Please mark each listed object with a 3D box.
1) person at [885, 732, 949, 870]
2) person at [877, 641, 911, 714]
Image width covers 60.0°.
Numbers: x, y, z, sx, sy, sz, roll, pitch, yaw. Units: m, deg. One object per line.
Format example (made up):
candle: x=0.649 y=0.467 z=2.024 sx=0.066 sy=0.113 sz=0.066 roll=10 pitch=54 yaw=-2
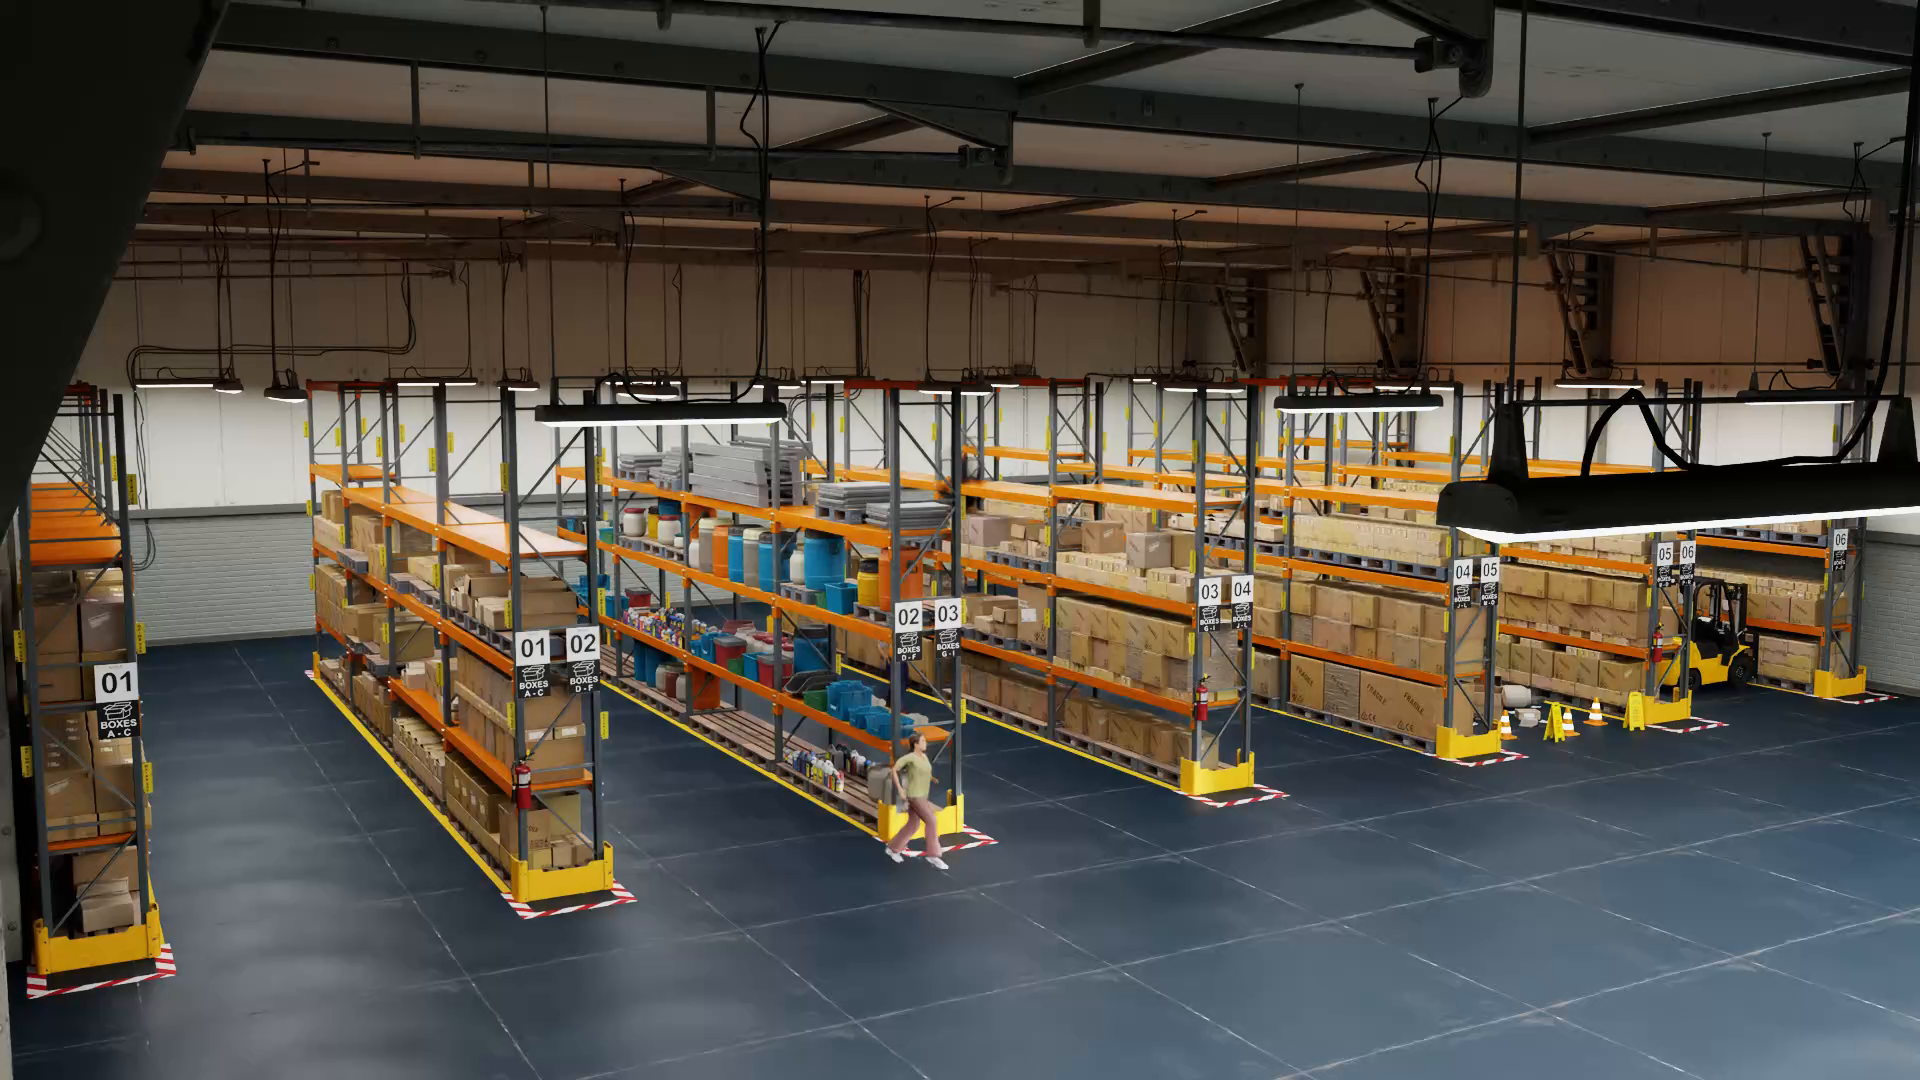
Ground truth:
person: x=-0.496 y=3.262 z=21.016 sx=0.872 sy=1.664 sz=0.583 roll=2 pitch=6 yaw=20
person: x=-1.087 y=2.185 z=28.814 sx=0.619 sy=1.646 sz=0.724 roll=-5 pitch=8 yaw=-42
